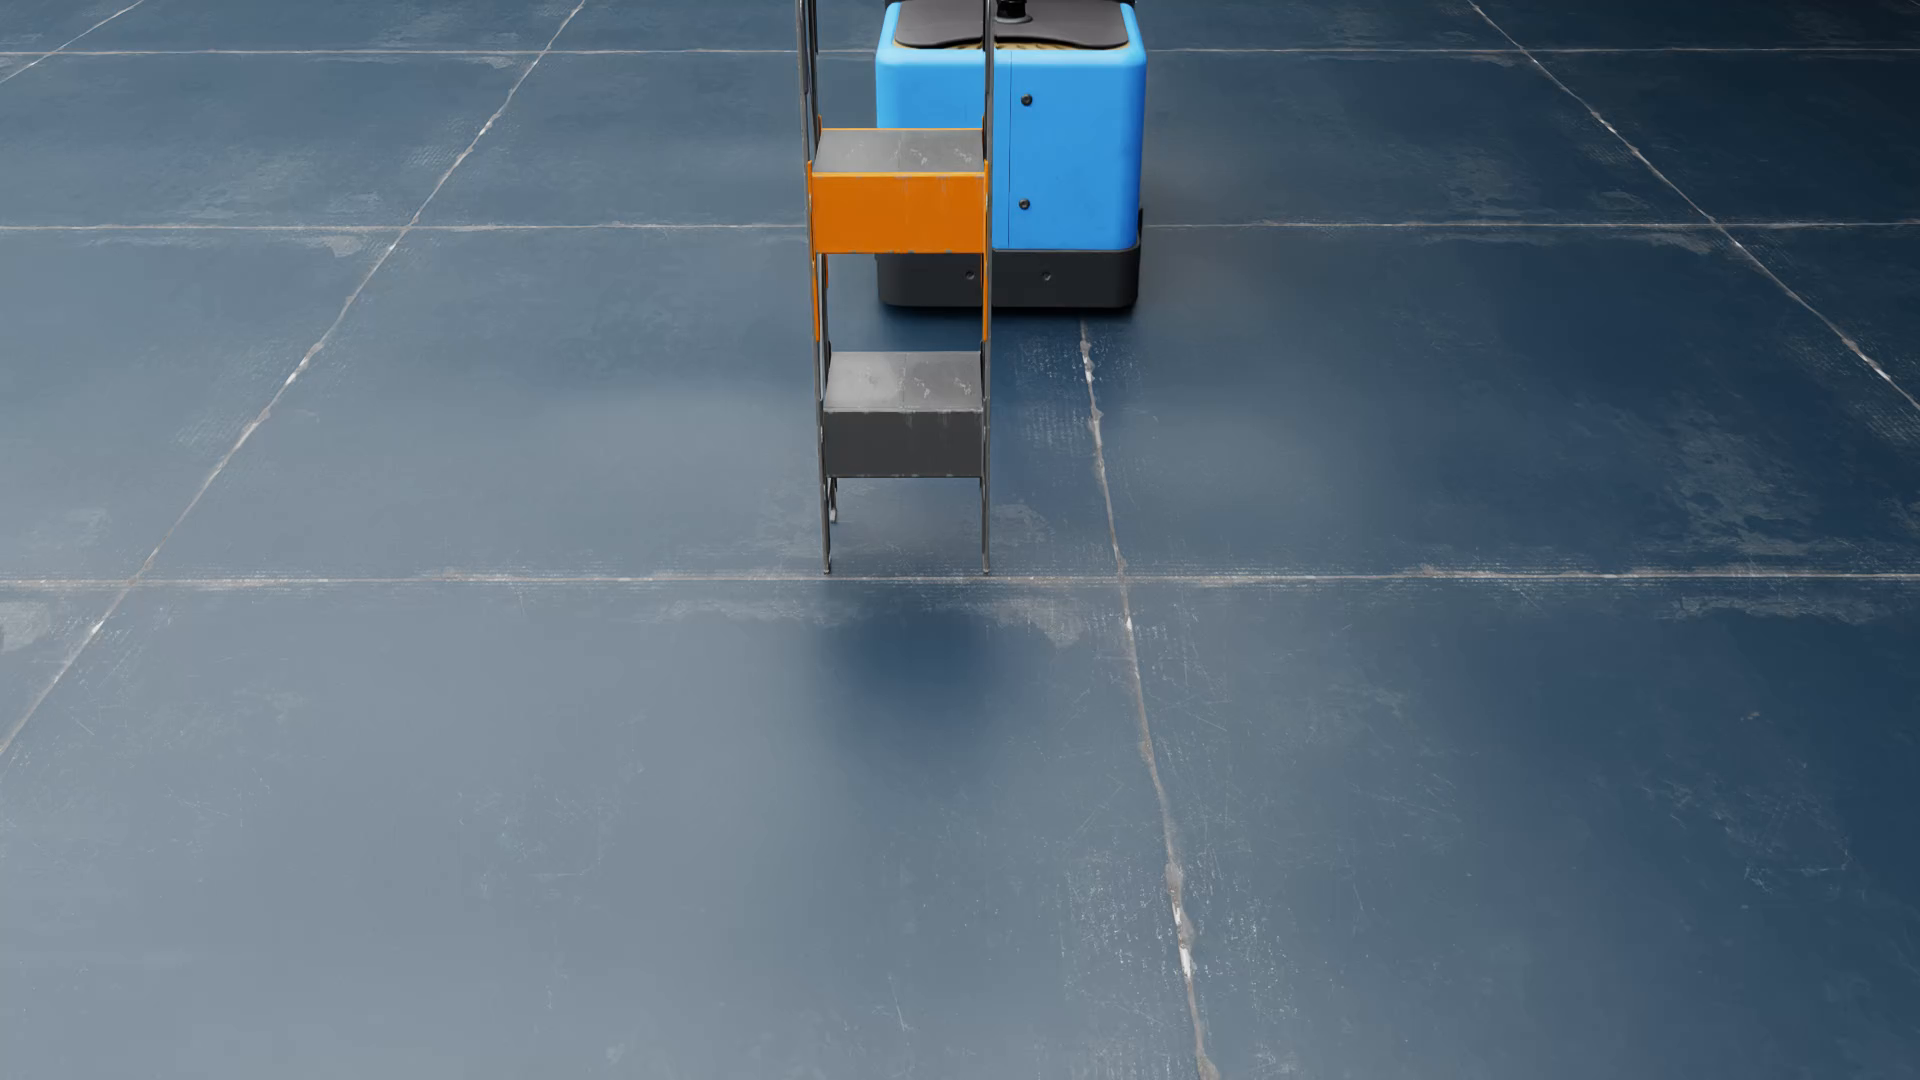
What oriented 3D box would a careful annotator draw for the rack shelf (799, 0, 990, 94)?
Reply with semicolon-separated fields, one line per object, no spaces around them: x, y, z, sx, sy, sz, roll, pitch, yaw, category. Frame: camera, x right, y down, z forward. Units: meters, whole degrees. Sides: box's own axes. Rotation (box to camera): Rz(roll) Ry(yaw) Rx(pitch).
-0.166;-1.484;4.348;0.480;0.518;0.431;0;31;0;rack shelf

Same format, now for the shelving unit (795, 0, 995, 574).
-0.166;-0.897;4.705;0.503;2.100;0.431;0;31;0;shelving unit

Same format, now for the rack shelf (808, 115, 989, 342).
-0.166;-0.886;4.712;0.480;0.518;0.431;0;31;0;rack shelf

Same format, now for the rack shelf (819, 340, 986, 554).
-0.166;-0.287;5.075;0.480;0.518;0.431;0;31;0;rack shelf

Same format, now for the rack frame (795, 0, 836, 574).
-0.410;-0.896;4.703;0.015;2.100;0.400;0;31;0;rack frame

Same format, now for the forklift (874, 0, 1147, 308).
0.220;-2.907;7.216;1.130;2.935;3.031;1;31;1;forklift

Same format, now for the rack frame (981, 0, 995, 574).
0.078;-0.898;4.706;0.015;2.100;0.400;0;31;0;rack frame
